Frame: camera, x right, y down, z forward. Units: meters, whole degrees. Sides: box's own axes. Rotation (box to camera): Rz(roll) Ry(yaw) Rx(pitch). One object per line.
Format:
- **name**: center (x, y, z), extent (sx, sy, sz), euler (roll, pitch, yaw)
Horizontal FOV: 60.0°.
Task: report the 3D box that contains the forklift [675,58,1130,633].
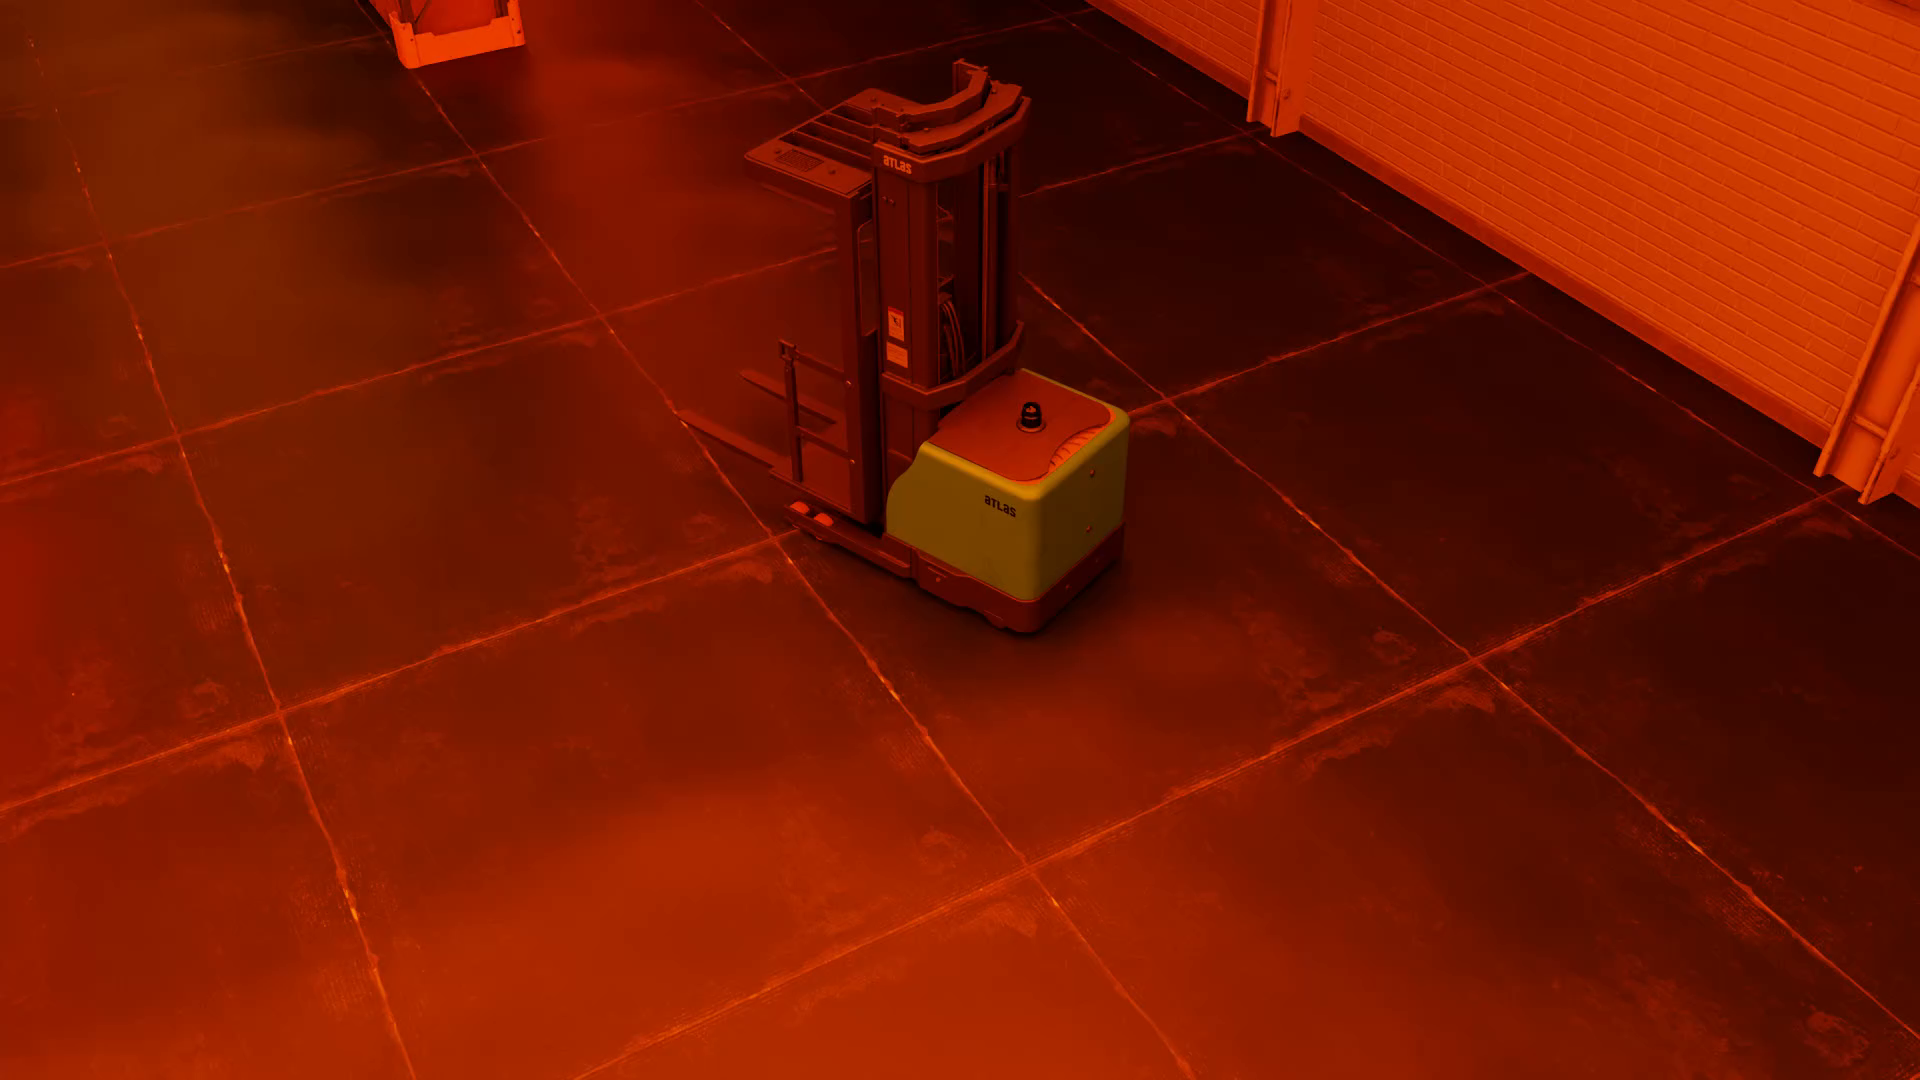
- **forklift**: center (-0.481, -1.366, 9.683), extent (3.031, 2.935, 1.130), euler (26, 46, 28)
